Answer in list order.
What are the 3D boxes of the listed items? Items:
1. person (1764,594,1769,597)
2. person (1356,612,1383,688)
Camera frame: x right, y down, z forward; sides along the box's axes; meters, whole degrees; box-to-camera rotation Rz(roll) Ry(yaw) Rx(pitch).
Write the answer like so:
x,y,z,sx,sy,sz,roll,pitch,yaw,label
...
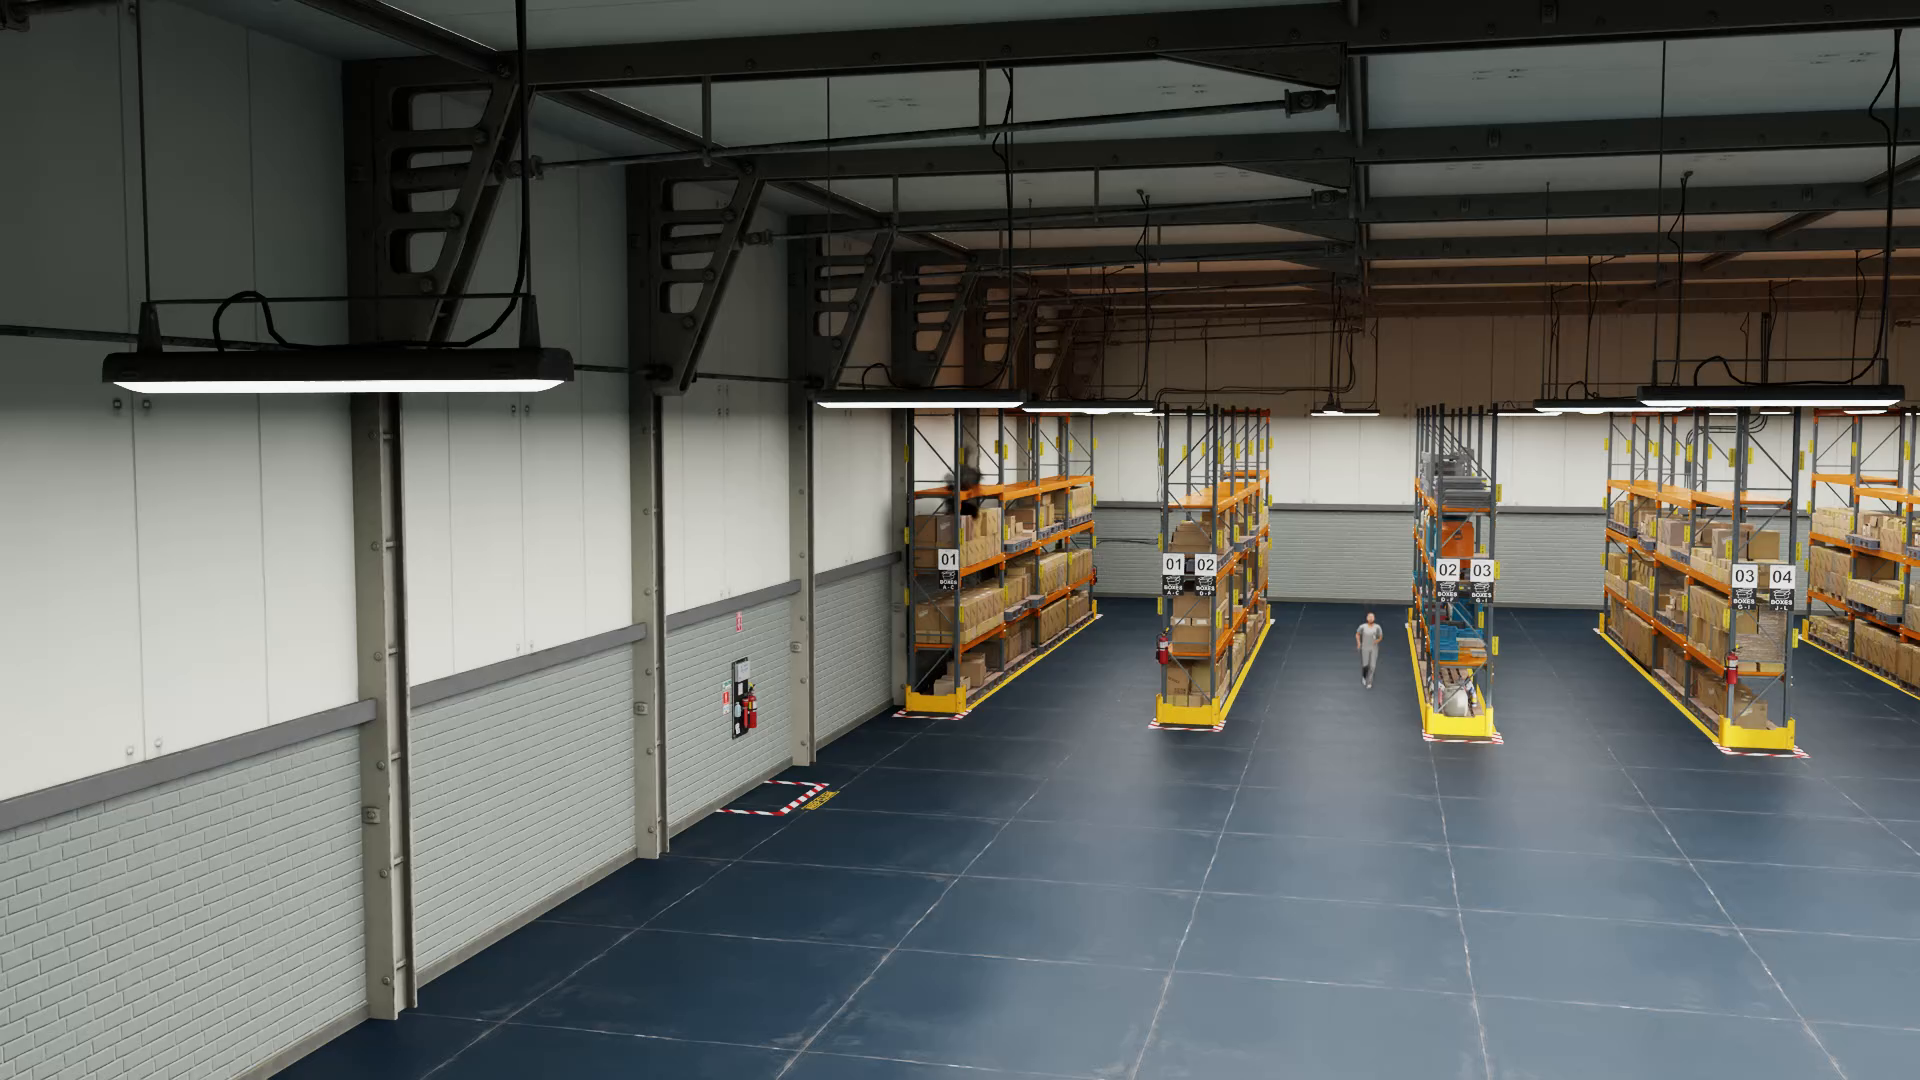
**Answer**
x,y,z,sx,sy,sz,roll,pitch,yaw,label
20.324,1.849,41.385,0.744,1.728,0.594,1,4,18,person
8.676,2.336,35.222,0.550,1.629,0.565,1,4,9,person
